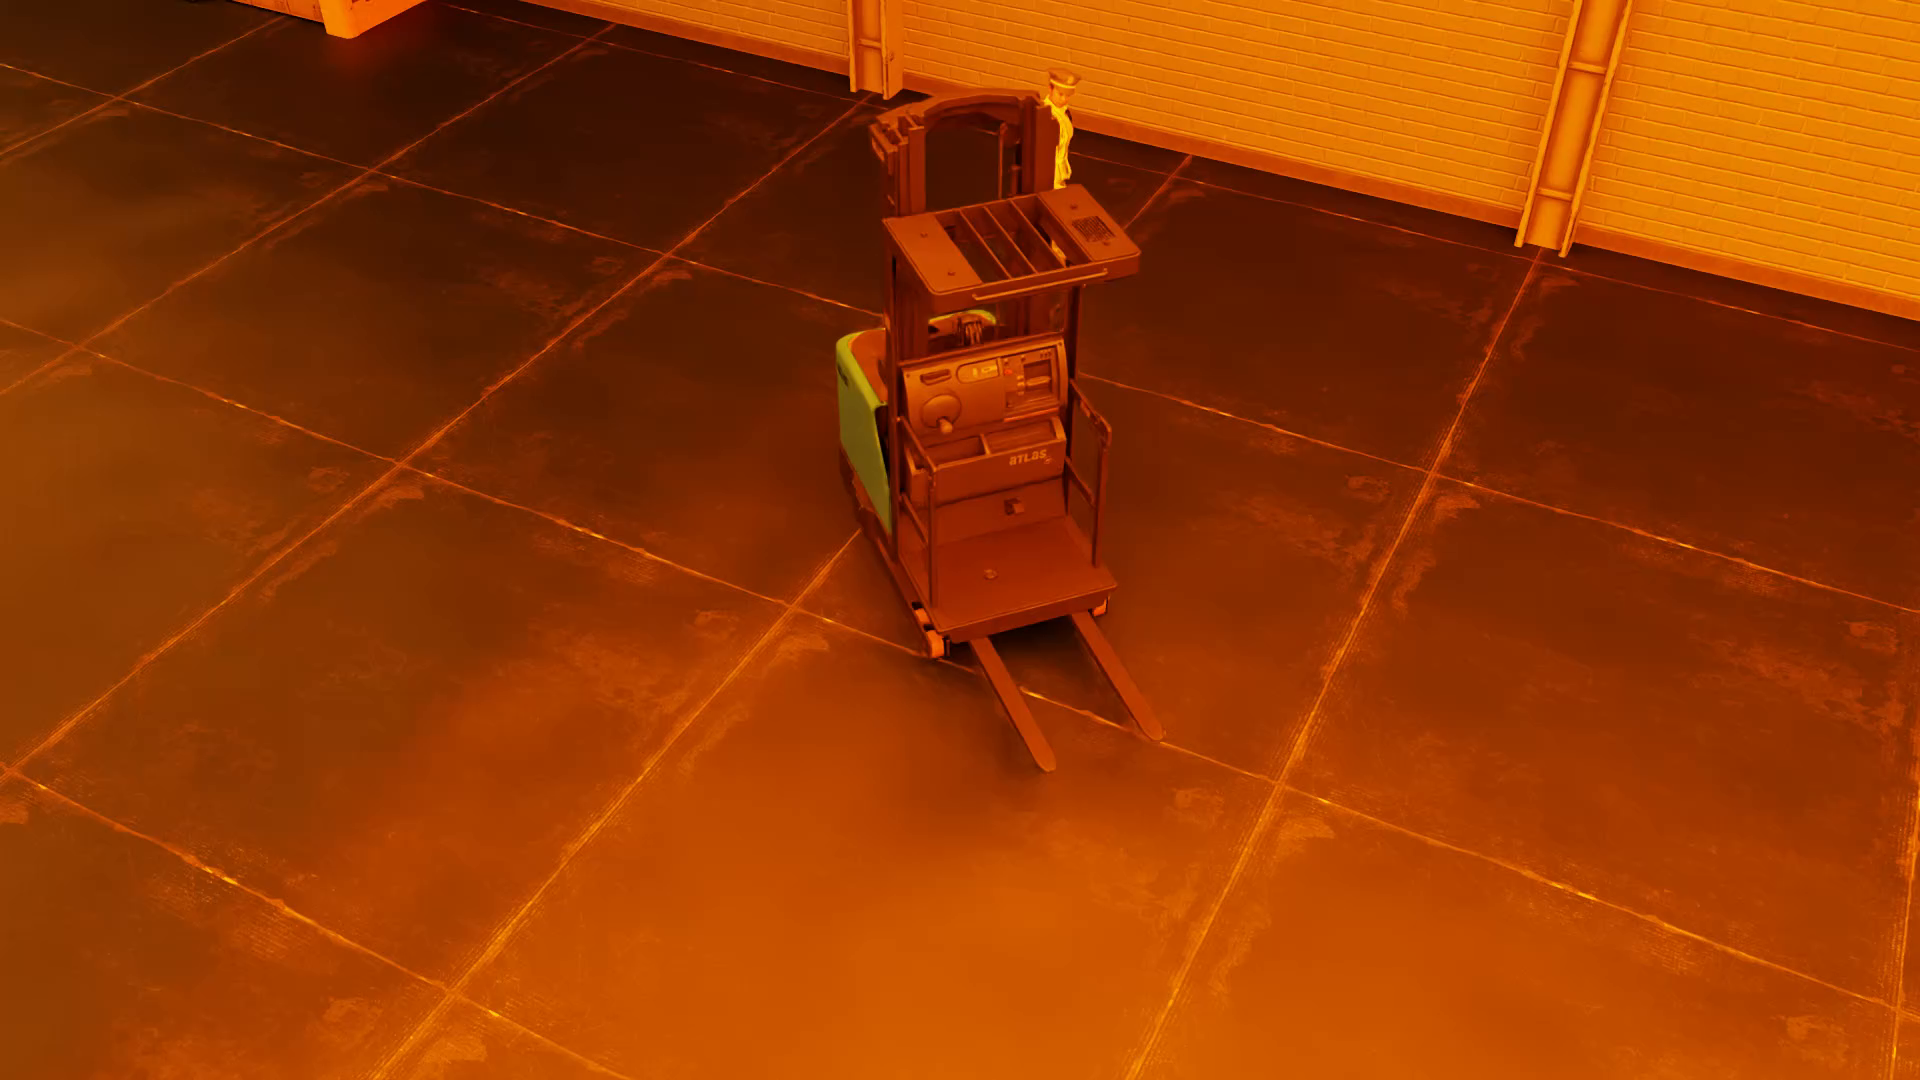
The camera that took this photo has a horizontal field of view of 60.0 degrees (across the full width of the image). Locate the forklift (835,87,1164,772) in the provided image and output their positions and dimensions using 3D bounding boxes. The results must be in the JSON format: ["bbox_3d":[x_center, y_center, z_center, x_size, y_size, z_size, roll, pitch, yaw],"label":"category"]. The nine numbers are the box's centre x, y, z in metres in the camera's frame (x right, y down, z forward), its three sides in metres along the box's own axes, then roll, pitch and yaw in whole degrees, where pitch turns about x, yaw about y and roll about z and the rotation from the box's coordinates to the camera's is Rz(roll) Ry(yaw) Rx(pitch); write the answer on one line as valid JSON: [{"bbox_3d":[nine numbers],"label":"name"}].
[{"bbox_3d":[0.221,-0.754,8.881,1.130,2.935,3.031,-14,42,-16],"label":"forklift"}]

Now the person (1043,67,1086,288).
[{"bbox_3d":[0.720,-2.638,12.116,0.467,1.653,0.687,1,40,1],"label":"person"}]
